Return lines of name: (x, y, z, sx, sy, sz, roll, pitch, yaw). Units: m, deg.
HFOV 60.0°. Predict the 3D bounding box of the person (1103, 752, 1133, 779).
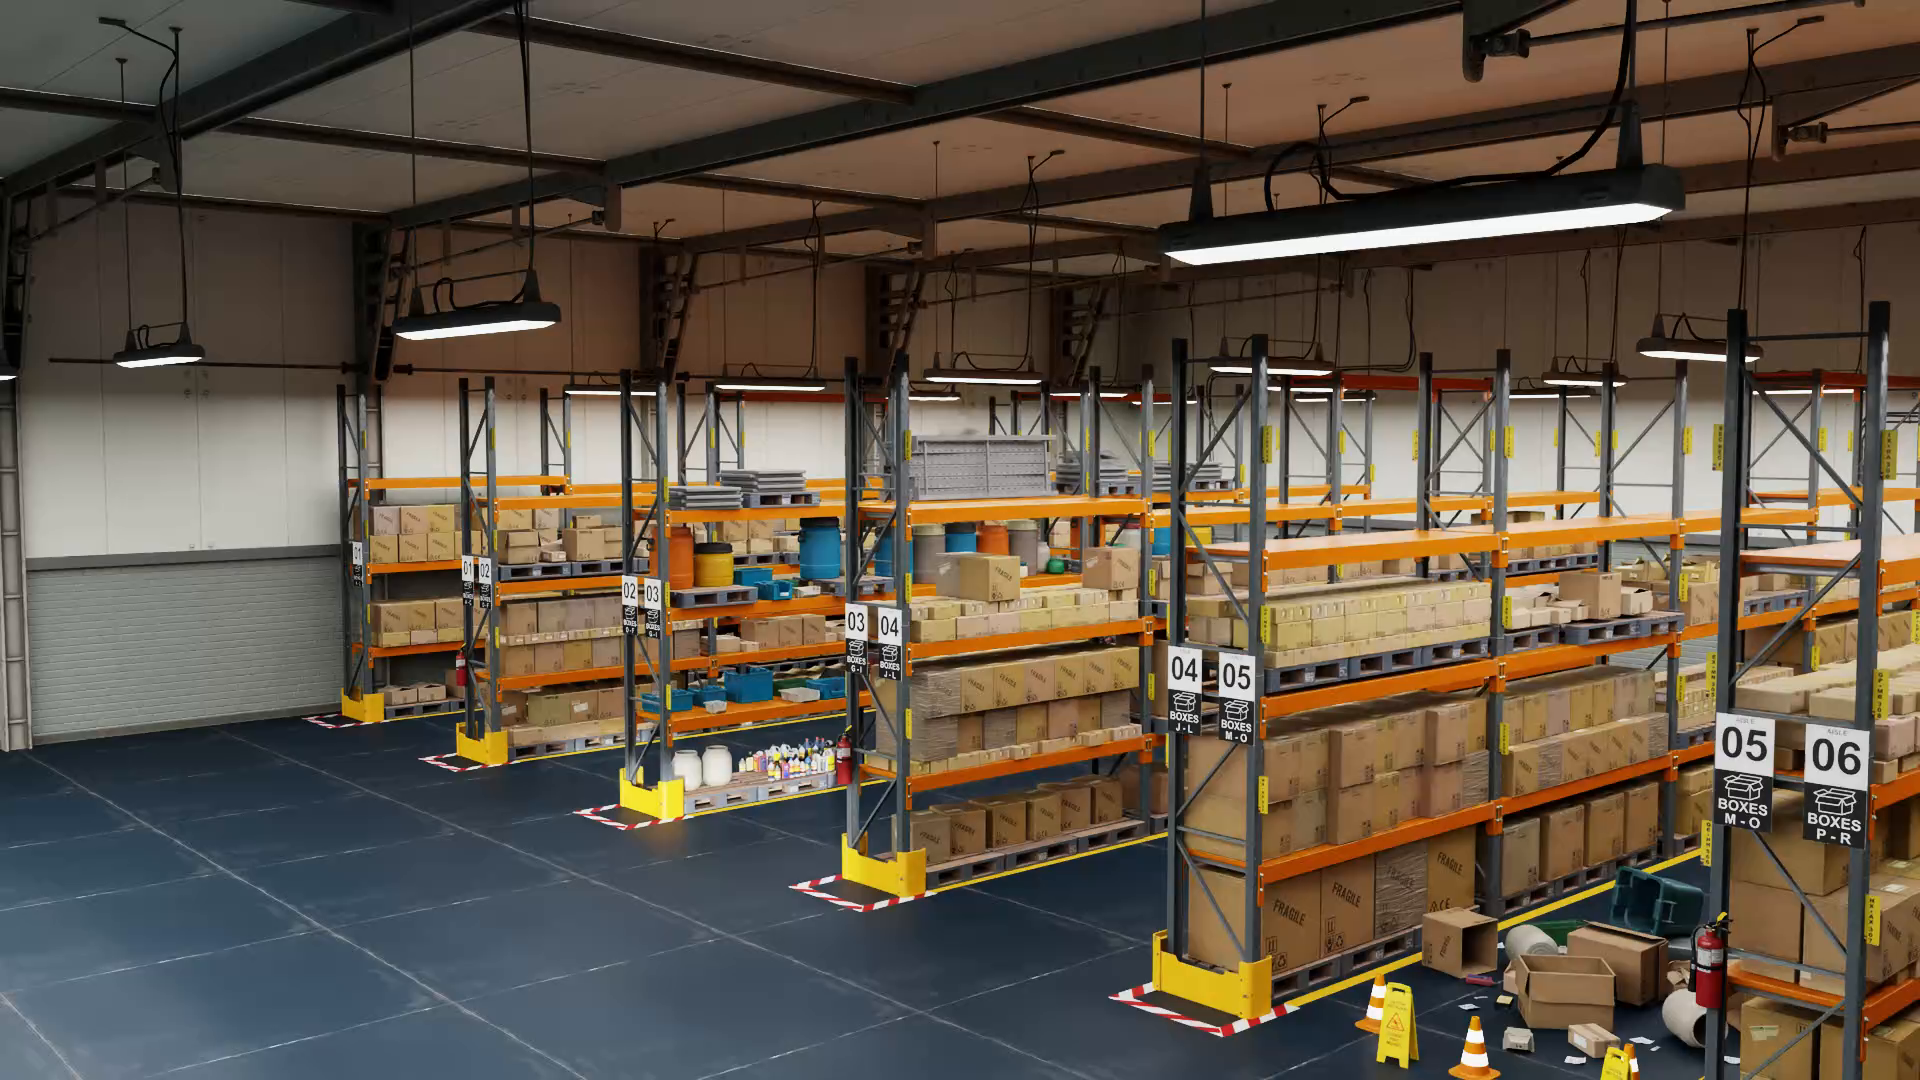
person: (2.300, 2.750, 23.976, 0.617, 1.678, 0.636, 4, 5, 45)
